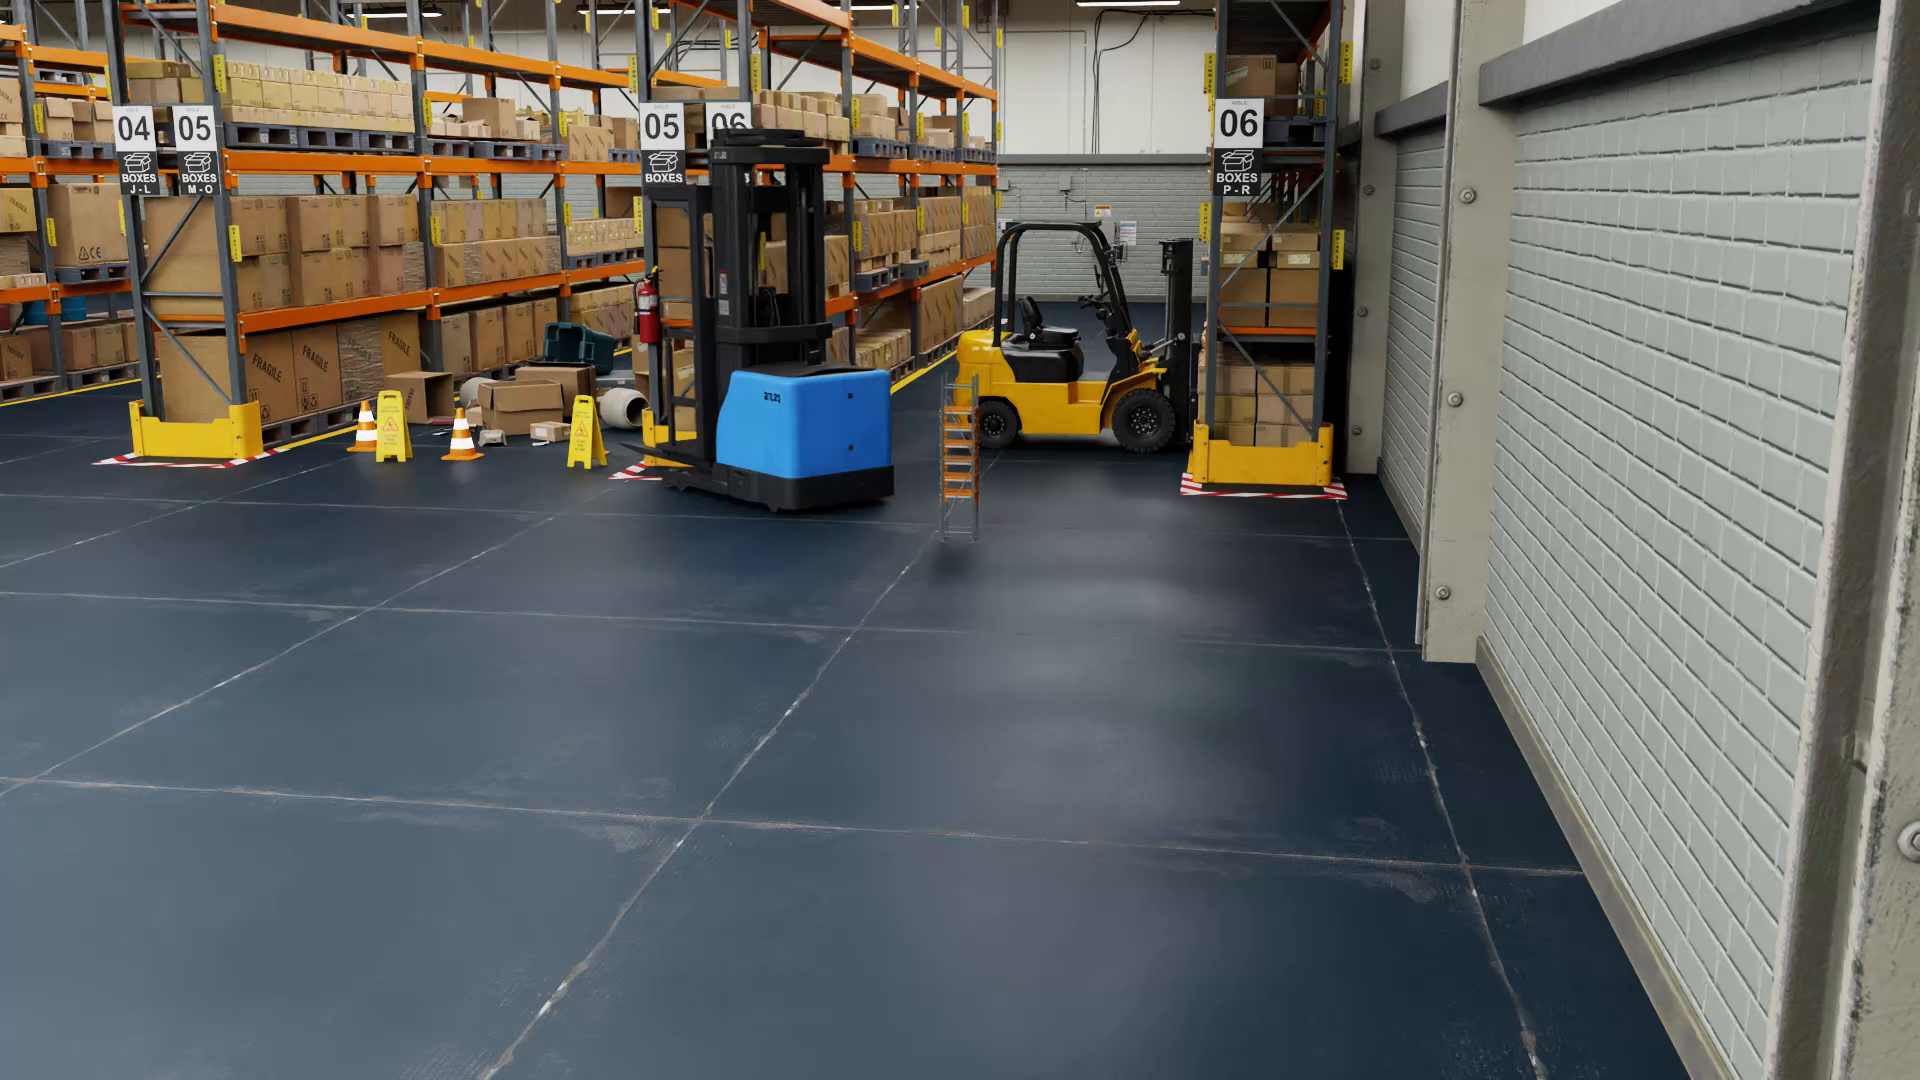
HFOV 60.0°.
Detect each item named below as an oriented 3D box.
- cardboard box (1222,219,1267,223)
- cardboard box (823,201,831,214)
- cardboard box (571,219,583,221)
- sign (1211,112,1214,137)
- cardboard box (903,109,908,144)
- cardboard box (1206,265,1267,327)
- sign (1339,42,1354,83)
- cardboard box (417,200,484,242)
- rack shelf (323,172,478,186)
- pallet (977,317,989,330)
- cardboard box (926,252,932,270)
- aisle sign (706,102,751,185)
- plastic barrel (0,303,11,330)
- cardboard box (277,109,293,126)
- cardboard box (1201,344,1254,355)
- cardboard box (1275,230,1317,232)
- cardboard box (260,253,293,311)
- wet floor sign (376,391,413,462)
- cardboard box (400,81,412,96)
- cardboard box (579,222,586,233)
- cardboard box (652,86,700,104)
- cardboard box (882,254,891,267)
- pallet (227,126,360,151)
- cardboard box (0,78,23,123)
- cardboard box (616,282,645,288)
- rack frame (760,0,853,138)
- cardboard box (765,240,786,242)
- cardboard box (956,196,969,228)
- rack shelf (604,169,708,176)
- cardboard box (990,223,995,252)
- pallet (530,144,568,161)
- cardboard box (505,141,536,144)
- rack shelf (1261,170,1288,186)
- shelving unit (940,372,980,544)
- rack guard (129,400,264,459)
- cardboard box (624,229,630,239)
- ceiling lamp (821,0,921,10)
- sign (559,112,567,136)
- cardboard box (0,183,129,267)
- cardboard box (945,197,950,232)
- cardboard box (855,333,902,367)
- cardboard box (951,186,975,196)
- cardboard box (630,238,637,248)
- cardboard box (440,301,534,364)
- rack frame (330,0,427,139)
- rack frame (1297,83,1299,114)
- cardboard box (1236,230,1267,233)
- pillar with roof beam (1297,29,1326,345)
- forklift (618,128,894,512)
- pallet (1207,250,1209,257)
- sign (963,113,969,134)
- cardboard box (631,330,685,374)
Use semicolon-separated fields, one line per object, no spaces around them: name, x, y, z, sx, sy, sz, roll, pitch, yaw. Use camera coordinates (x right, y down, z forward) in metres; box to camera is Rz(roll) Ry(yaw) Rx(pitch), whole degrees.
cardboard box;3.904;-4.251;23.355;0.797;0.503;0.637;2;12;7
cardboard box;-1.744;-3.940;19.678;0.380;0.149;0.250;2;12;7
cardboard box;-6.034;-4.871;25.661;0.380;0.149;0.250;2;12;8
sign;3.300;-5.386;21.519;0.100;0.325;0.005;2;12;9
cardboard box;-1.105;-5.742;23.162;0.700;0.500;0.500;1;12;6
cardboard box;2.422;-2.144;14.583;0.500;0.500;0.500;2;12;7
sign;3.153;-3.897;13.573;0.100;0.325;0.005;2;12;9
cardboard box;-6.366;-3.969;20.681;0.700;0.500;0.500;2;12;9
rack shelf;-9.939;-6.494;29.594;1.077;0.370;4.000;2;12;9
pallet;-0.075;-3.689;28.610;1.003;0.211;1.213;2;12;9
cardboard box;-0.684;-3.937;23.498;0.500;0.250;0.500;2;12;7
aisle sign;-2.003;-3.392;14.441;0.394;0.787;0.004;2;12;9
plastic barrel;-15.524;-3.655;26.559;0.600;0.588;0.708;2;12;9
cardboard box;-6.721;-4.100;16.139;0.380;0.149;0.250;2;12;9
cardboard box;2.594;-1.757;16.181;0.500;0.250;0.500;2;12;8
cardboard box;3.021;-2.718;15.002;0.380;0.149;0.250;2;12;9
cardboard box;-7.131;-2.550;16.351;0.875;0.550;0.550;2;12;9
wet floor sign;-5.255;-1.062;15.390;0.267;0.644;0.232;0;12;-1
cardboard box;-6.333;-5.017;18.502;0.380;0.149;0.250;2;12;8
cardboard box;-5.633;-4.519;24.028;0.380;0.149;0.250;2;12;8
cardboard box;-2.540;-3.957;14.818;0.380;0.149;0.250;2;12;9
cardboard box;-1.060;-3.434;20.408;0.380;0.149;0.250;2;12;11
pallet;-6.917;-4.116;17.061;1.003;0.211;1.213;2;12;9
cardboard box;-11.294;-5.101;19.291;0.500;0.500;0.500;2;12;7
cardboard box;-5.226;-3.968;26.441;0.500;0.250;0.500;2;12;7
rack frame;-1.685;-5.909;18.053;1.000;3.000;0.127;2;12;9
cardboard box;-1.729;-2.748;16.680;0.500;0.500;0.500;2;12;7
cardboard box;-0.142;-5.271;26.720;0.500;0.500;0.500;2;12;9
rack shelf;-5.053;-6.312;28.750;1.077;0.370;4.000;2;12;9
cardboard box;0.348;-5.414;29.759;0.500;0.500;0.500;2;12;9
pallet;-6.023;-5.187;22.269;1.213;0.211;1.003;2;12;11
cardboard box;-6.139;-5.591;23.458;0.500;0.500;0.500;2;12;9
rack shelf;4.143;-5.180;23.497;1.077;0.370;4.000;2;12;9
shelving unit;-0.002;-0.584;11.853;0.258;1.200;0.189;2;12;9
rack guard;-7.210;-1.056;15.708;1.175;0.500;0.348;2;12;9
cardboard box;-5.345;-4.756;25.837;0.380;0.149;0.250;1;12;7
ceiling lamp;-1.822;-11.898;31.986;2.000;3.185;0.800;2;12;9
sign;-5.429;-5.687;22.725;0.100;0.325;0.005;2;12;9
cardboard box;-11.216;-3.957;20.813;1.000;1.000;1.000;2;12;9
cardboard box;-0.445;-4.865;24.839;0.500;0.500;0.500;2;12;10
cardboard box;-1.272;-2.459;21.523;0.950;0.372;0.625;2;12;8
cardboard box;0.040;-5.766;27.480;0.380;0.149;0.250;2;12;7
cardboard box;-5.306;-4.669;26.136;0.380;0.149;0.250;2;12;8
cardboard box;-6.290;-2.748;21.968;1.050;0.750;0.750;2;12;10
rack frame;-6.591;-6.048;18.699;1.000;3.000;0.127;2;12;9
rack frame;3.836;-6.582;21.174;1.000;3.000;0.127;2;12;9
cardboard box;2.585;-2.734;15.075;0.380;0.149;0.250;2;12;9
pillar with roof beam;1.195;-7.670;26.222;9.100;9.000;0.400;2;12;9
forklift;-1.867;-1.899;13.850;1.130;2.935;3.031;-10;16;-39
pallet;4.220;-4.225;24.934;1.003;0.211;1.213;2;12;9
sign;0.083;-6.499;25.936;0.100;0.325;0.005;2;12;9
cardboard box;-3.448;-2.176;19.107;0.500;0.500;0.500;2;12;9
